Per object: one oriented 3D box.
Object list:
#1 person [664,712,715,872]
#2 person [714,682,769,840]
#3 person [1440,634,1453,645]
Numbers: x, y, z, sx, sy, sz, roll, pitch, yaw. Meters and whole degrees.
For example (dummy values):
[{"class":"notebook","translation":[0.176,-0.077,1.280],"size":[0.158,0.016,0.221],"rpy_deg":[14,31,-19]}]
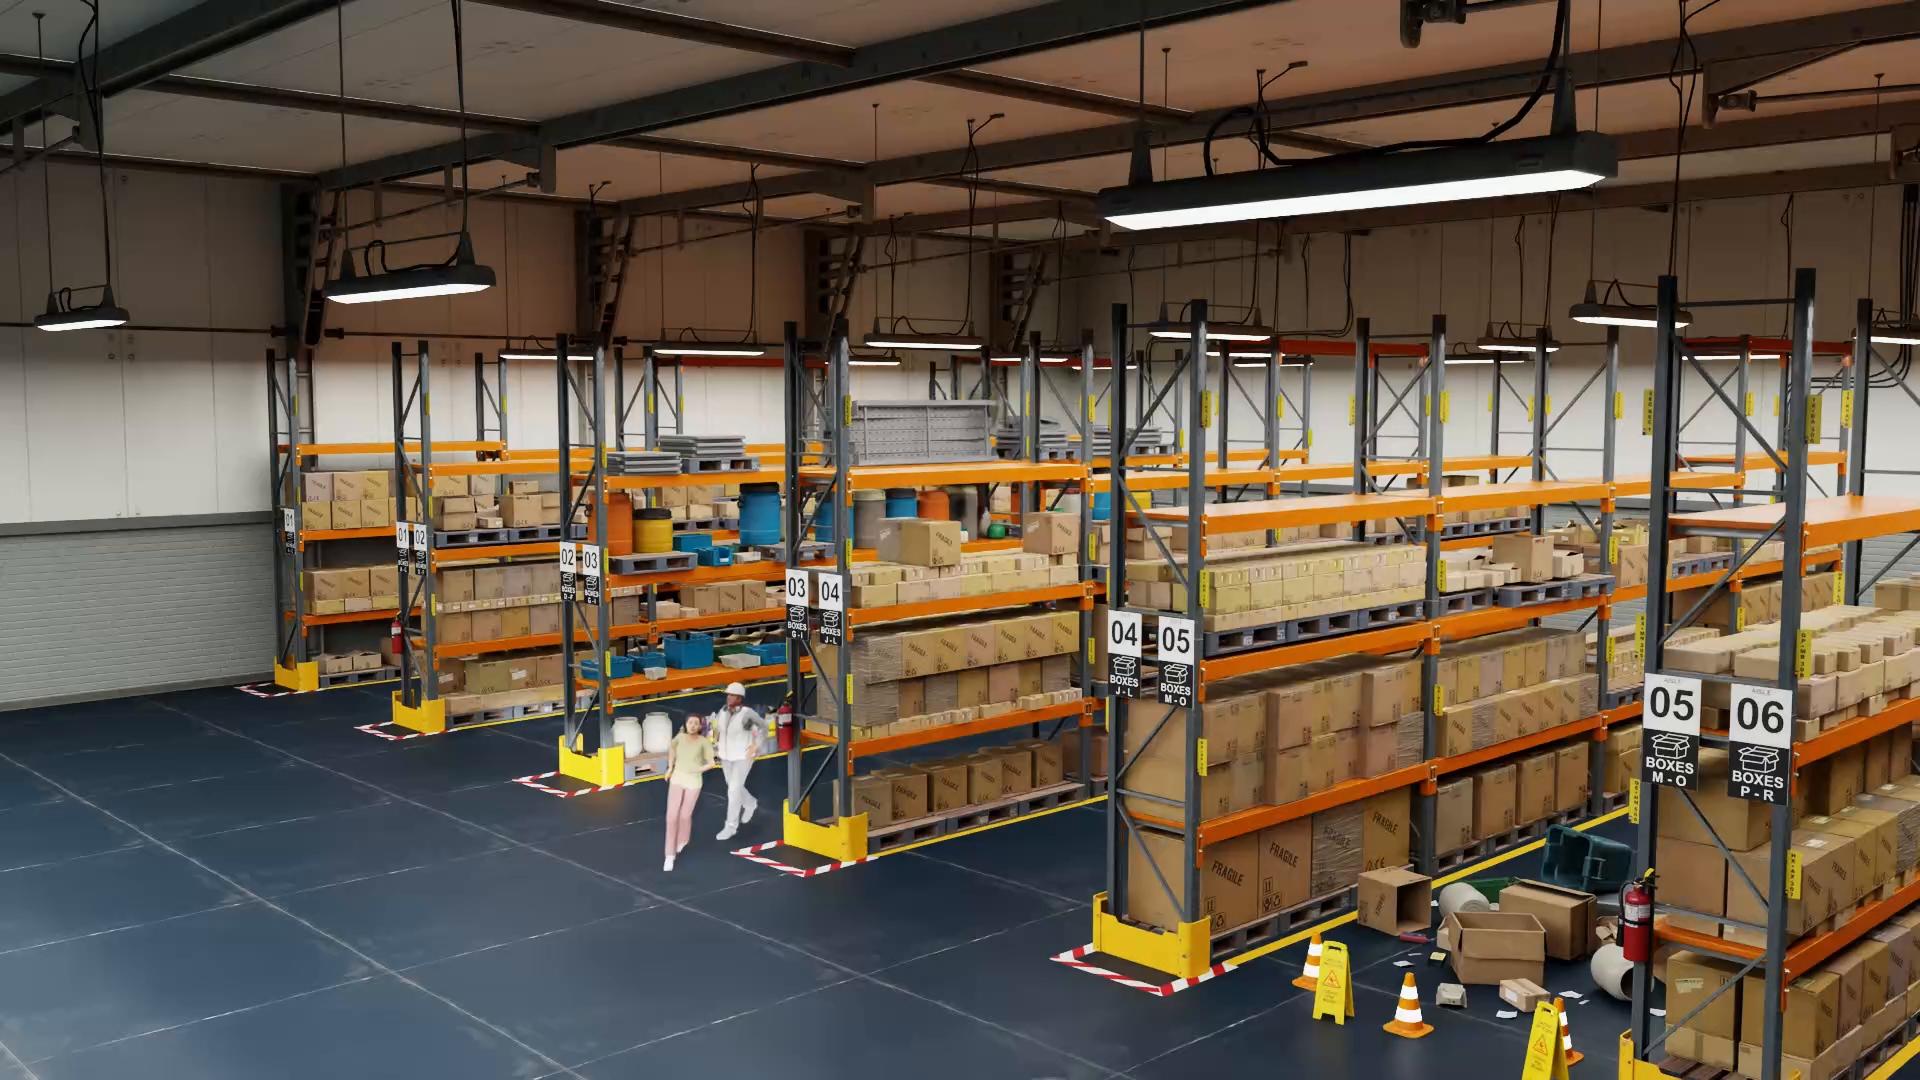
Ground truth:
[{"class":"person","translation":[-3.000,2.736,18.389],"size":[0.583,1.665,0.868],"rpy_deg":[0,5,2]},{"class":"person","translation":[-2.638,2.552,19.591],"size":[0.694,1.761,0.960],"rpy_deg":[3,6,32]},{"class":"person","translation":[7.175,2.189,24.643],"size":[0.640,1.786,0.726],"rpy_deg":[4,7,42]}]
